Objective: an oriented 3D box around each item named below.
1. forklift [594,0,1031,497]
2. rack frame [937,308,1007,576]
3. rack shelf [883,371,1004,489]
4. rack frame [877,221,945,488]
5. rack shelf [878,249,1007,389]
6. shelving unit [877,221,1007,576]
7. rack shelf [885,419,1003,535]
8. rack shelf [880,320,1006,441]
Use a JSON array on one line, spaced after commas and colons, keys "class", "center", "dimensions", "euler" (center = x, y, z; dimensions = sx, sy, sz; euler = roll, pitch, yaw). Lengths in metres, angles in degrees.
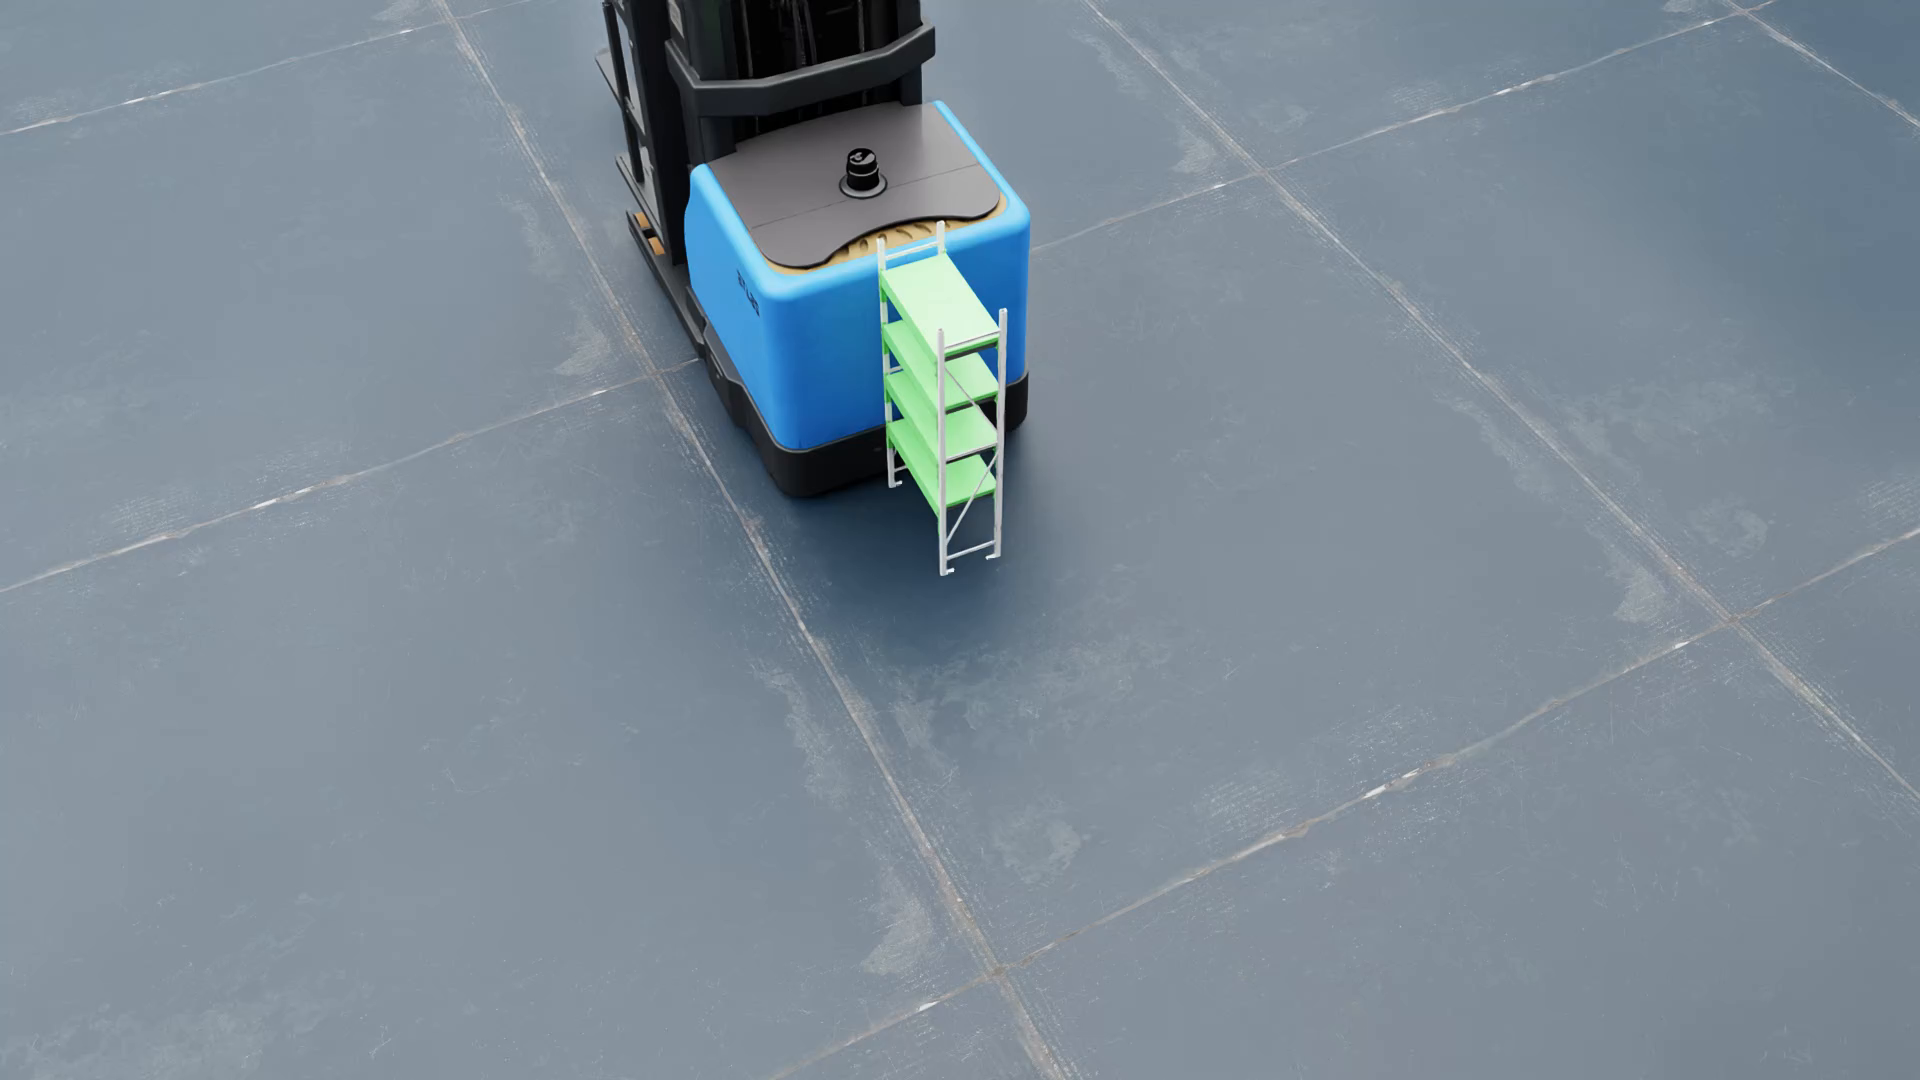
[{"class": "forklift", "center": [-0.815, -2.254, 6.275], "dimensions": [1.130, 2.935, 3.031], "euler": [-19, 52, -16]}, {"class": "rack frame", "center": [0.039, -0.302, 5.717], "dimensions": [0.240, 1.200, 0.015], "euler": [-19, 51, -16]}, {"class": "rack shelf", "center": [-0.063, -0.427, 5.911], "dimensions": [0.258, 0.148, 0.480], "euler": [-19, 51, -16]}, {"class": "rack frame", "center": [-0.164, -0.636, 6.010], "dimensions": [0.240, 1.200, 0.015], "euler": [-19, 51, -16]}, {"class": "rack shelf", "center": [-0.063, -0.743, 5.550], "dimensions": [0.258, 0.148, 0.480], "euler": [-19, 51, -16]}, {"class": "shelving unit", "center": [-0.063, -0.469, 5.863], "dimensions": [0.258, 1.200, 0.503], "euler": [-19, 51, -16]}, {"class": "rack shelf", "center": [-0.063, -0.269, 6.092], "dimensions": [0.258, 0.148, 0.480], "euler": [-19, 51, -16]}, {"class": "rack shelf", "center": [-0.063, -0.585, 5.731], "dimensions": [0.258, 0.148, 0.480], "euler": [-19, 51, -16]}]
